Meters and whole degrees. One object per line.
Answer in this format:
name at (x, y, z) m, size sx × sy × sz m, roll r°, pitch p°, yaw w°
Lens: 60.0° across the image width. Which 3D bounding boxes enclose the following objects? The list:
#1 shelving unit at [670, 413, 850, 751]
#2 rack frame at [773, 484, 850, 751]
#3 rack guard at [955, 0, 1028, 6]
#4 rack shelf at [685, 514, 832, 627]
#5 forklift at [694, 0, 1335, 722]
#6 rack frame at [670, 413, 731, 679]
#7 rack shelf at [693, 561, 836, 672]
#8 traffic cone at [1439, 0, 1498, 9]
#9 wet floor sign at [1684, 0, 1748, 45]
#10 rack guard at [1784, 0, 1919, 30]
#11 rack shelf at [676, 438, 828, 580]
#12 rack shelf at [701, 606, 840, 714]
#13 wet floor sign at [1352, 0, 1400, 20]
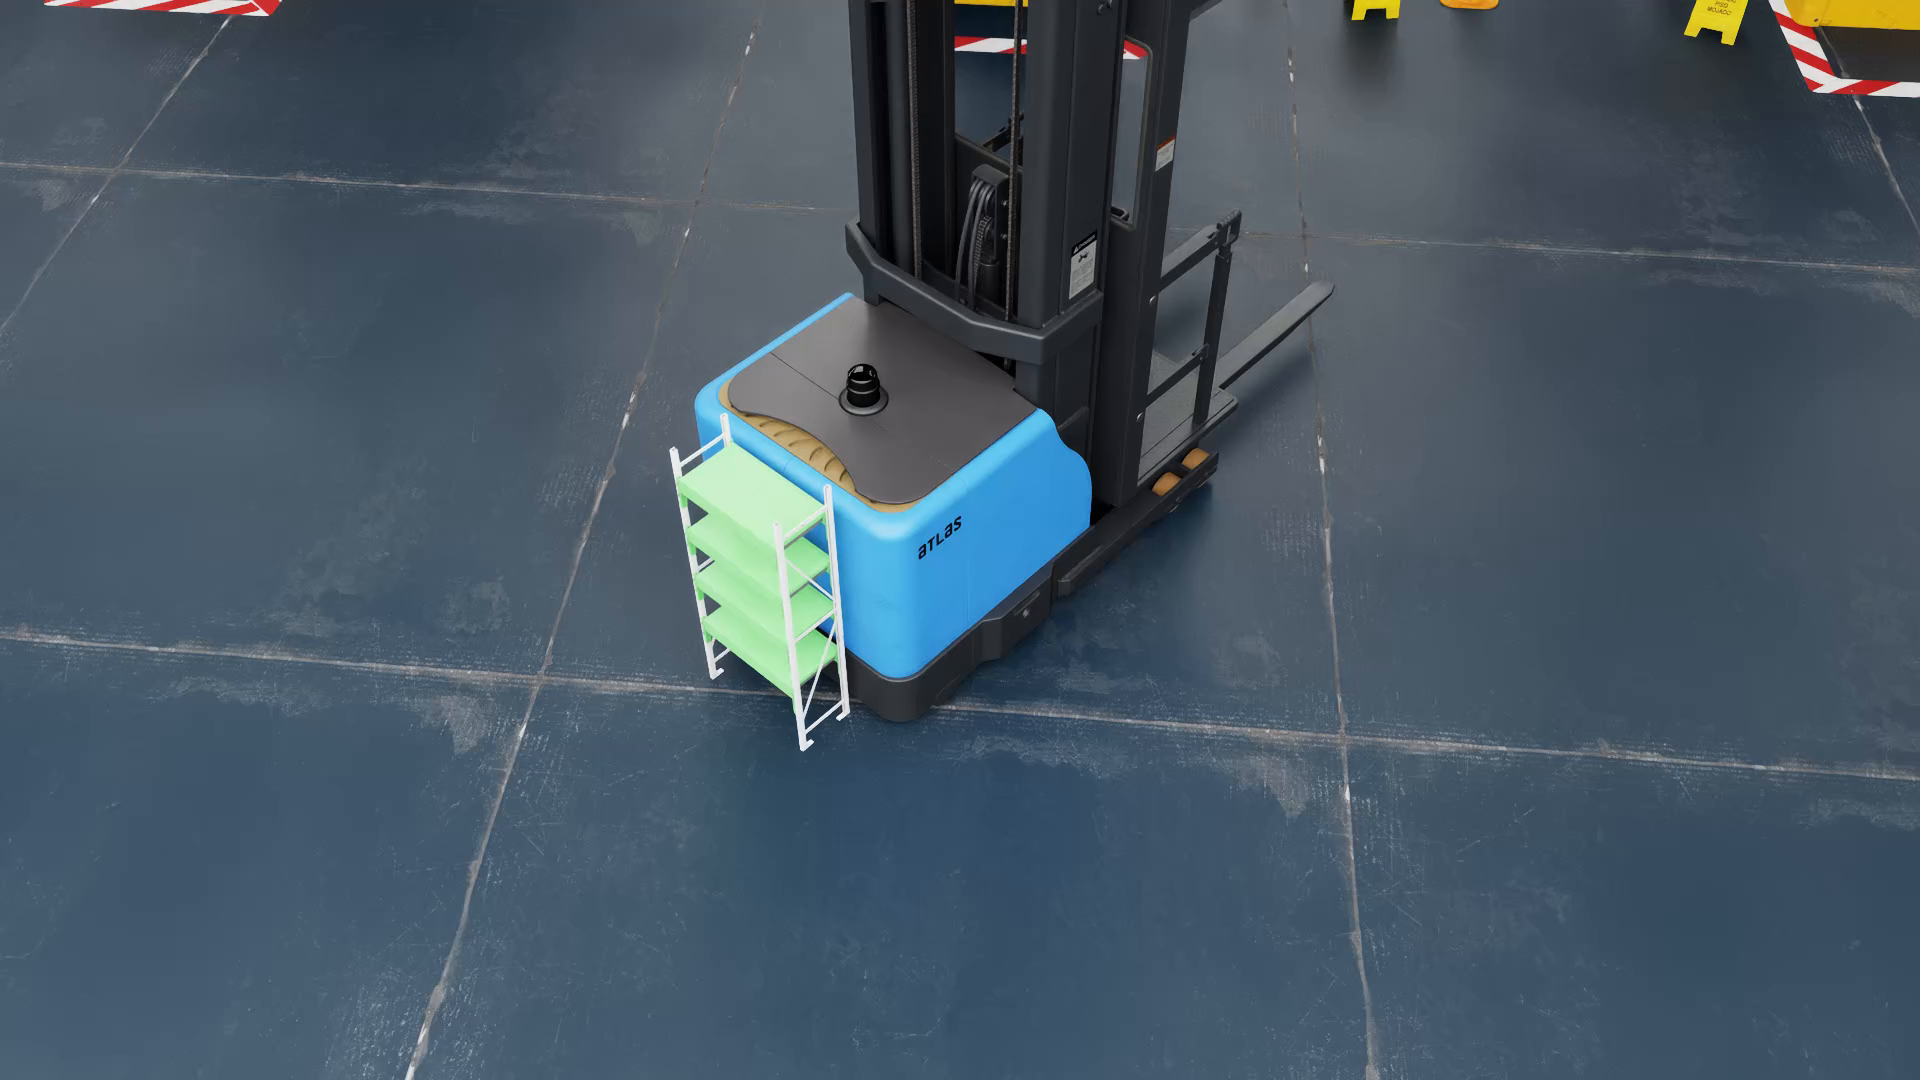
shelving unit at (-0.675, 0.174, 5.778) m, size 0.503 × 1.200 × 0.258 m, roll 34°, pitch 56°, yaw 27°
rack frame at (-0.495, 0.295, 5.667) m, size 0.015 × 1.200 × 0.240 m, roll 34°, pitch 56°, yaw 27°
rack guard at (0.381, -3.352, 9.477) m, size 1.175 × 0.500 × 0.348 m, roll 4°, pitch 48°, yaw 4°
rack shelf at (-0.675, 0.055, 5.648) m, size 0.480 × 0.148 × 0.258 m, roll 34°, pitch 56°, yaw 27°
forklift at (0.425, -1.331, 5.981) m, size 1.130 × 2.935 × 3.031 m, roll 34°, pitch 56°, yaw 27°
rack frame at (-0.855, 0.052, 5.889) m, size 0.015 × 1.200 × 0.240 m, roll 34°, pitch 56°, yaw 27°
rack shelf at (-0.675, 0.217, 5.825) m, size 0.480 × 0.148 × 0.258 m, roll 34°, pitch 56°, yaw 27°
traffic cone at (2.940, -3.326, 9.479) m, size 0.336 × 0.463 × 0.334 m, roll 4°, pitch 48°, yaw 4°
wet floor sign at (4.239, -3.093, 9.141) m, size 0.267 × 0.644 × 0.232 m, roll 19°, pitch 50°, yaw 17°
rack guard at (5.328, -3.167, 9.308) m, size 1.175 × 0.500 × 0.348 m, roll 4°, pitch 48°, yaw 4°
rack shelf at (-0.675, -0.107, 5.471) m, size 0.480 × 0.148 × 0.258 m, roll 34°, pitch 56°, yaw 27°
rack shelf at (-0.675, 0.379, 6.002) m, size 0.480 × 0.148 × 0.258 m, roll 34°, pitch 56°, yaw 27°
wet floor sign at (2.352, -3.265, 9.299) m, size 0.267 × 0.644 × 0.232 m, roll -4°, pitch 48°, yaw -3°
